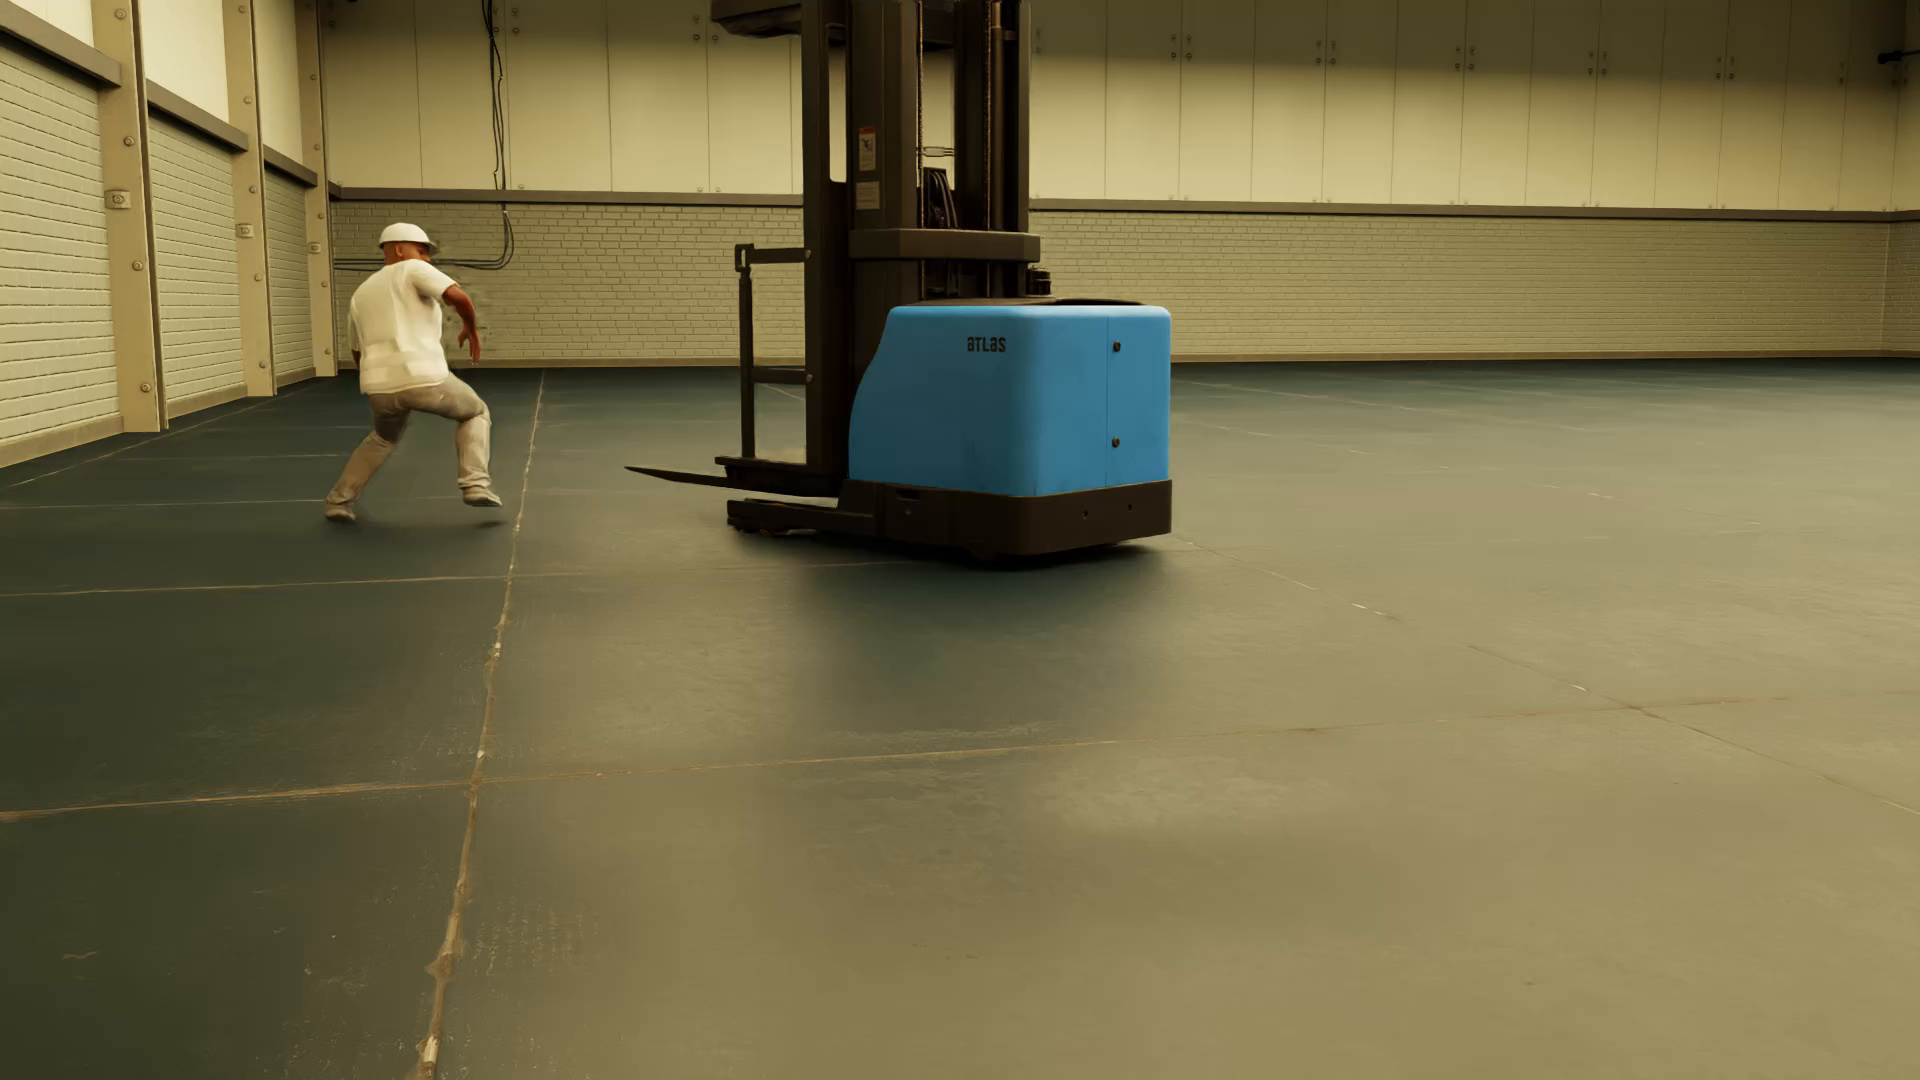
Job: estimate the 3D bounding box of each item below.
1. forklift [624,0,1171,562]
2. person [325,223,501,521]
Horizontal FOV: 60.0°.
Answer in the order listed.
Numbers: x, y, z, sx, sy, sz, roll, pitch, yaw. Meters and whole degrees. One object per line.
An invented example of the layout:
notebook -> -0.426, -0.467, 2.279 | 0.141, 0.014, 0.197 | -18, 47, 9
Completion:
forklift -> -0.472, -1.510, 7.921 | 3.031, 2.935, 1.130 | 7, 11, 43
person -> -2.741, -0.810, 8.297 | 0.921, 1.523, 0.806 | 2, 8, 13
